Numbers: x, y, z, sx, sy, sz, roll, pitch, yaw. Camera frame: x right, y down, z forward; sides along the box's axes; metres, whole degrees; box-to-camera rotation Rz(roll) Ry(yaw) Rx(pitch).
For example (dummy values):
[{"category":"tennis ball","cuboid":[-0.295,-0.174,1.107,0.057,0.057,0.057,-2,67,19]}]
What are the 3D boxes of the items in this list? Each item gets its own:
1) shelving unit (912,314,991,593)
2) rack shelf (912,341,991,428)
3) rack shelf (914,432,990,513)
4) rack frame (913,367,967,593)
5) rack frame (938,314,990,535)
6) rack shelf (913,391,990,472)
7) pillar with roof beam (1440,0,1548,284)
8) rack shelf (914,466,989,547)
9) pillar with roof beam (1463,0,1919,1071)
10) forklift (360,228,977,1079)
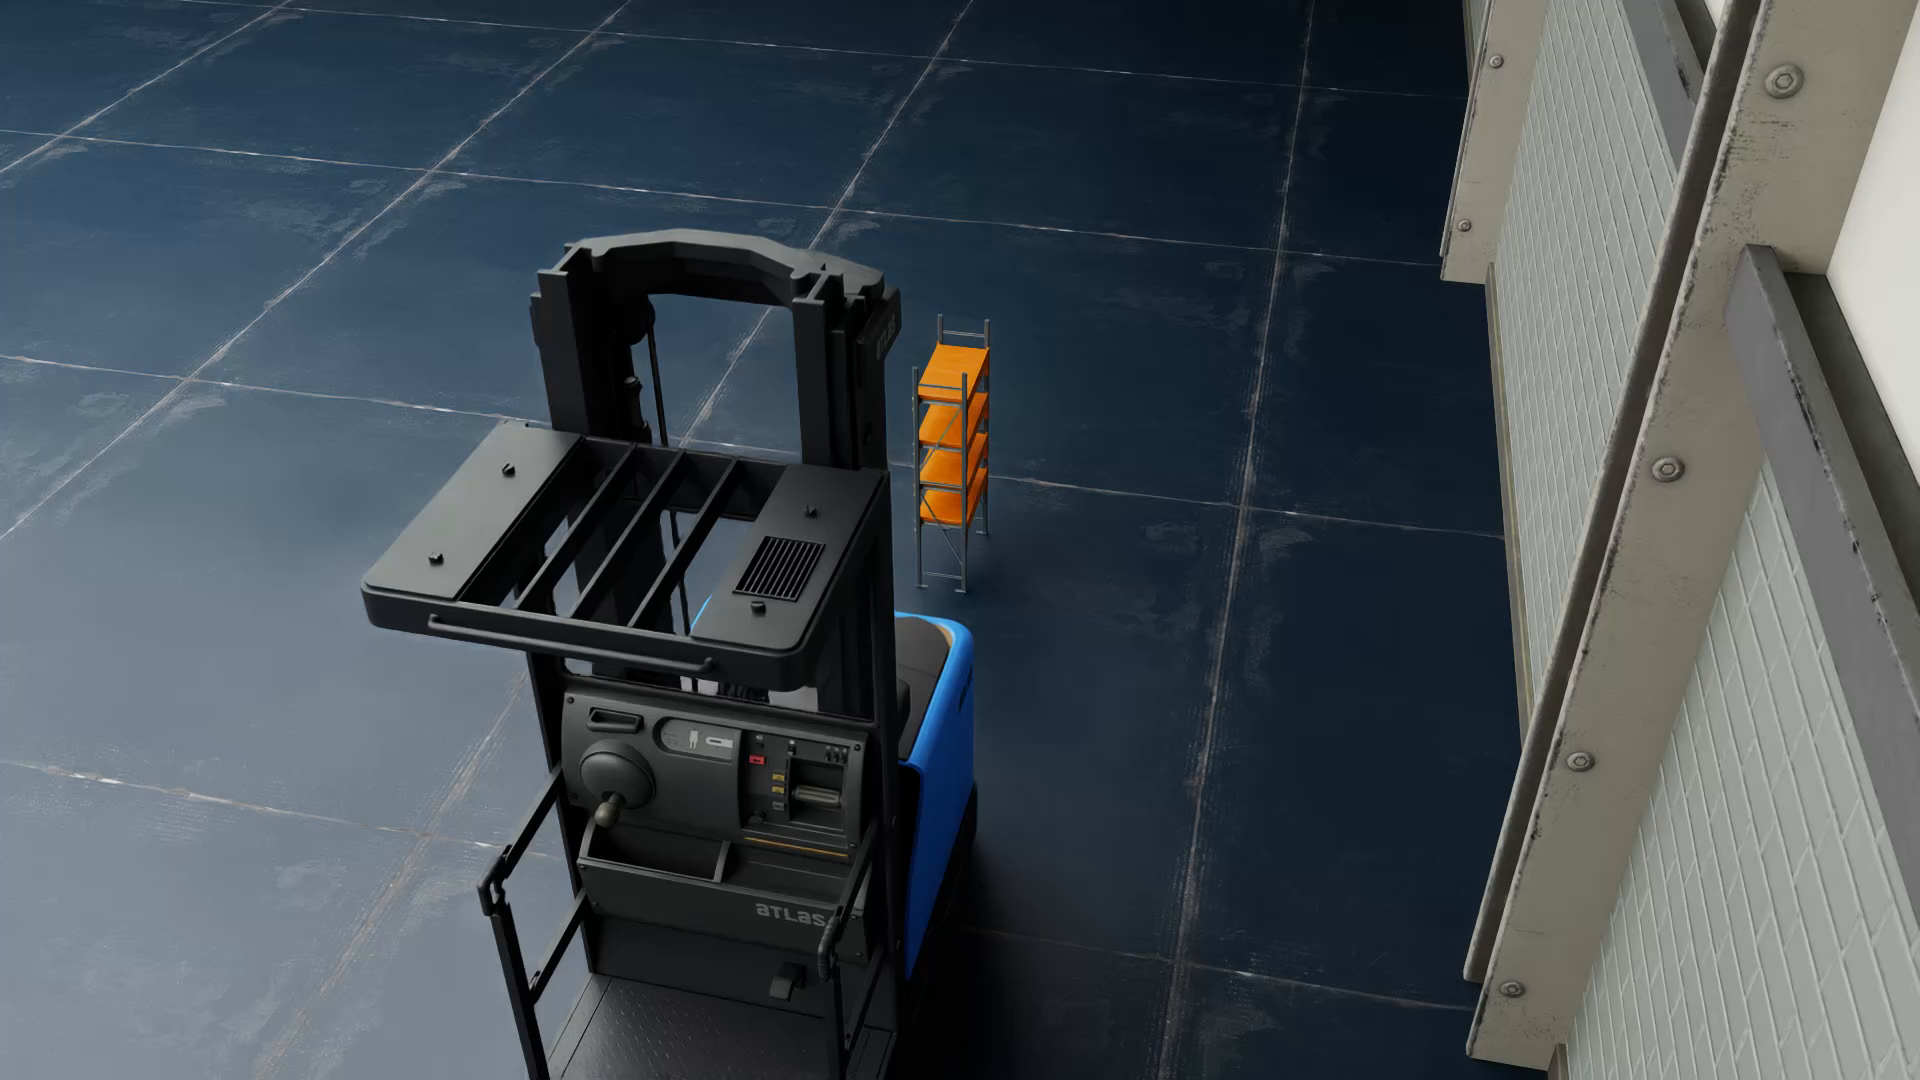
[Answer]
[{"category":"shelving unit","cuboid":[-0.035,-0.391,7.767,0.258,1.200,0.503,7,37,10]},{"category":"rack shelf","cuboid":[-0.035,-0.709,7.536,0.258,0.148,0.480,7,37,10]},{"category":"rack shelf","cuboid":[-0.035,-0.336,7.806,0.258,0.148,0.480,7,37,10]},{"category":"rack frame","cuboid":[-0.087,-0.251,7.574,0.240,1.200,0.015,7,37,10]},{"category":"rack frame","cuboid":[0.017,-0.531,7.960,0.240,1.200,0.015,7,37,10]},{"category":"rack shelf","cuboid":[-0.035,-0.518,7.675,0.258,0.148,0.480,7,37,10]},{"category":"pillar with roof beam","cuboid":[-0.972,-5.924,8.755,9.100,9.000,0.400,7,37,10]},{"category":"rack shelf","cuboid":[-0.035,-0.176,7.923,0.258,0.148,0.480,7,37,10]},{"category":"pillar with roof beam","cuboid":[-2.253,-2.484,4.009,9.100,9.000,0.400,7,37,10]},{"category":"forklift","cuboid":[-0.775,0.754,4.712,1.130,2.935,3.031,8,37,11]}]
